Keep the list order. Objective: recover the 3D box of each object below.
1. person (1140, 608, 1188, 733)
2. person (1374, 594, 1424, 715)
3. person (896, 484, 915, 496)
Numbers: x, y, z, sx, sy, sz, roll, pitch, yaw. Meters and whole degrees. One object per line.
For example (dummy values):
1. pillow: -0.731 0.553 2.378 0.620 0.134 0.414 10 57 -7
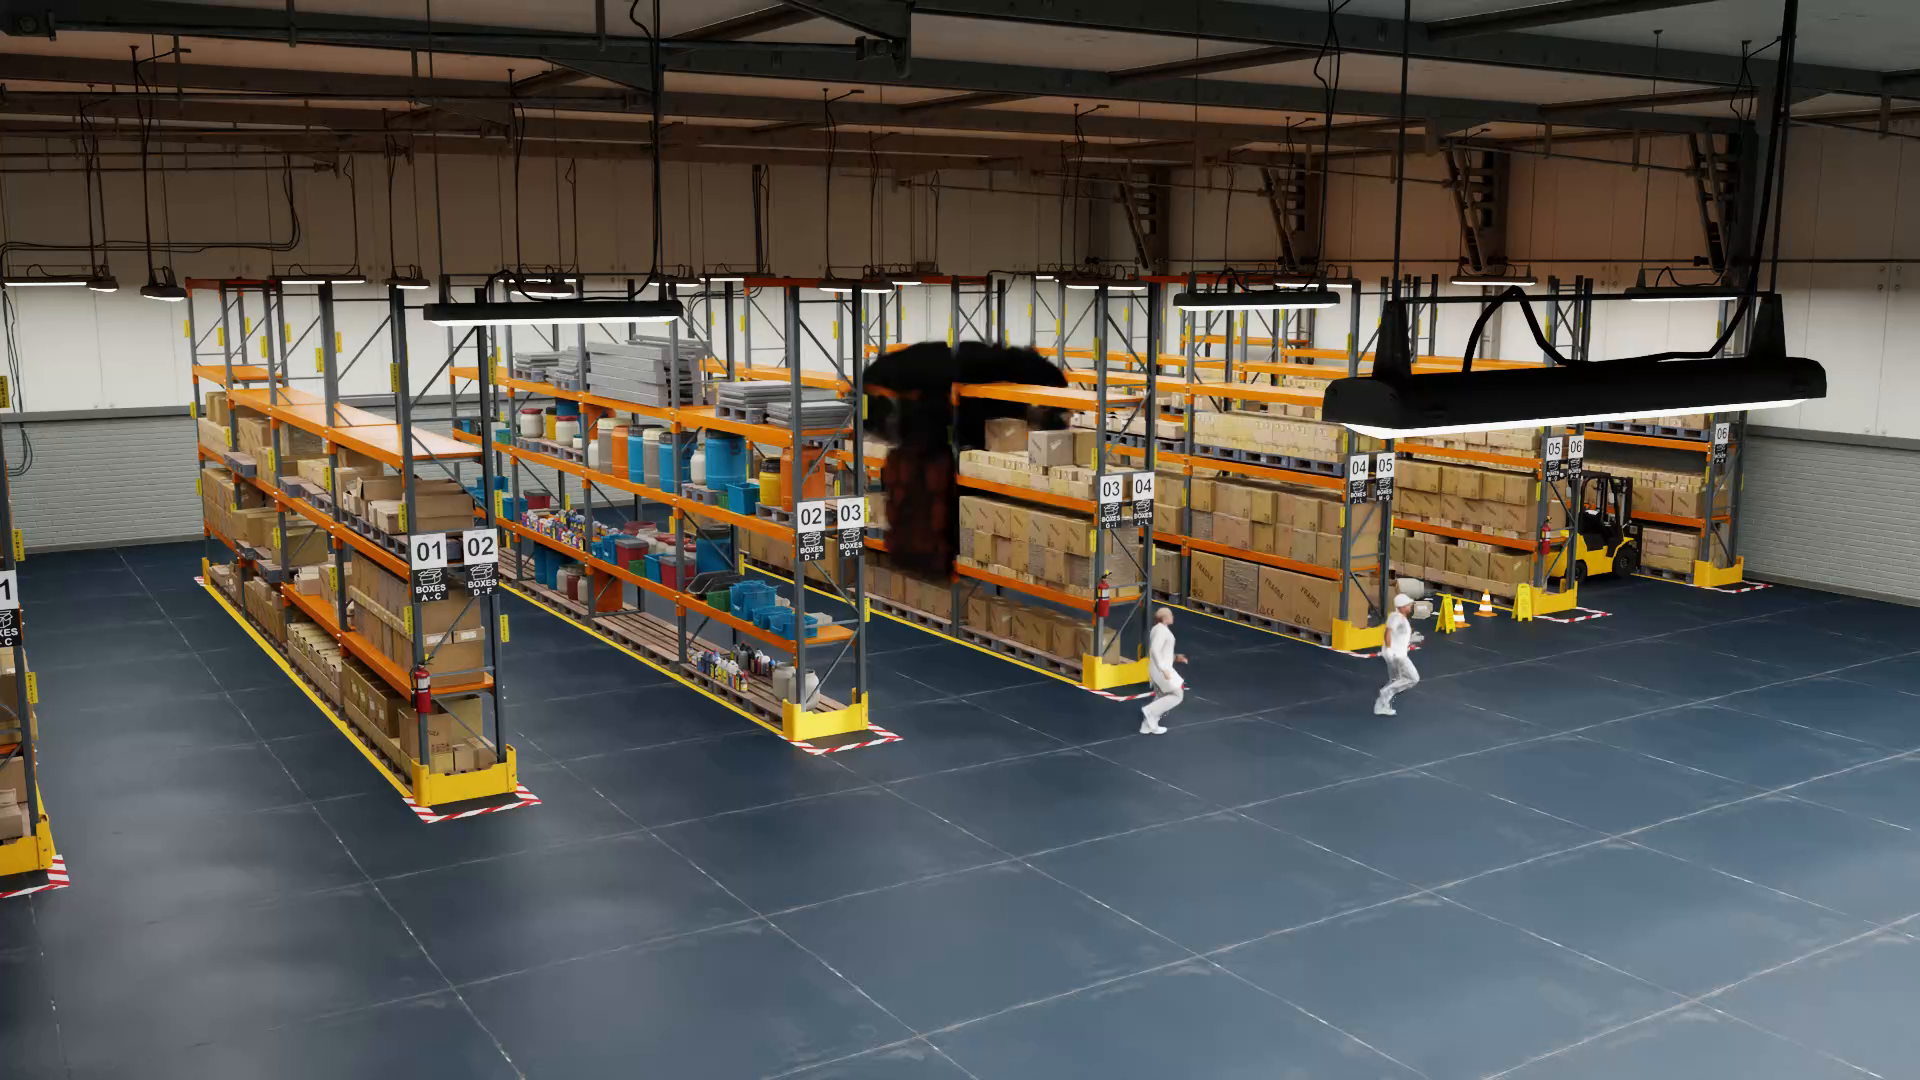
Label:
1. person: 2.761 1.782 22.348 0.665 1.684 0.697 -1 10 -5
2. person: 6.142 1.603 23.215 0.659 1.709 0.677 1 10 5
3. person: -1.320 -1.523 41.947 0.800 1.770 0.720 0 10 2
